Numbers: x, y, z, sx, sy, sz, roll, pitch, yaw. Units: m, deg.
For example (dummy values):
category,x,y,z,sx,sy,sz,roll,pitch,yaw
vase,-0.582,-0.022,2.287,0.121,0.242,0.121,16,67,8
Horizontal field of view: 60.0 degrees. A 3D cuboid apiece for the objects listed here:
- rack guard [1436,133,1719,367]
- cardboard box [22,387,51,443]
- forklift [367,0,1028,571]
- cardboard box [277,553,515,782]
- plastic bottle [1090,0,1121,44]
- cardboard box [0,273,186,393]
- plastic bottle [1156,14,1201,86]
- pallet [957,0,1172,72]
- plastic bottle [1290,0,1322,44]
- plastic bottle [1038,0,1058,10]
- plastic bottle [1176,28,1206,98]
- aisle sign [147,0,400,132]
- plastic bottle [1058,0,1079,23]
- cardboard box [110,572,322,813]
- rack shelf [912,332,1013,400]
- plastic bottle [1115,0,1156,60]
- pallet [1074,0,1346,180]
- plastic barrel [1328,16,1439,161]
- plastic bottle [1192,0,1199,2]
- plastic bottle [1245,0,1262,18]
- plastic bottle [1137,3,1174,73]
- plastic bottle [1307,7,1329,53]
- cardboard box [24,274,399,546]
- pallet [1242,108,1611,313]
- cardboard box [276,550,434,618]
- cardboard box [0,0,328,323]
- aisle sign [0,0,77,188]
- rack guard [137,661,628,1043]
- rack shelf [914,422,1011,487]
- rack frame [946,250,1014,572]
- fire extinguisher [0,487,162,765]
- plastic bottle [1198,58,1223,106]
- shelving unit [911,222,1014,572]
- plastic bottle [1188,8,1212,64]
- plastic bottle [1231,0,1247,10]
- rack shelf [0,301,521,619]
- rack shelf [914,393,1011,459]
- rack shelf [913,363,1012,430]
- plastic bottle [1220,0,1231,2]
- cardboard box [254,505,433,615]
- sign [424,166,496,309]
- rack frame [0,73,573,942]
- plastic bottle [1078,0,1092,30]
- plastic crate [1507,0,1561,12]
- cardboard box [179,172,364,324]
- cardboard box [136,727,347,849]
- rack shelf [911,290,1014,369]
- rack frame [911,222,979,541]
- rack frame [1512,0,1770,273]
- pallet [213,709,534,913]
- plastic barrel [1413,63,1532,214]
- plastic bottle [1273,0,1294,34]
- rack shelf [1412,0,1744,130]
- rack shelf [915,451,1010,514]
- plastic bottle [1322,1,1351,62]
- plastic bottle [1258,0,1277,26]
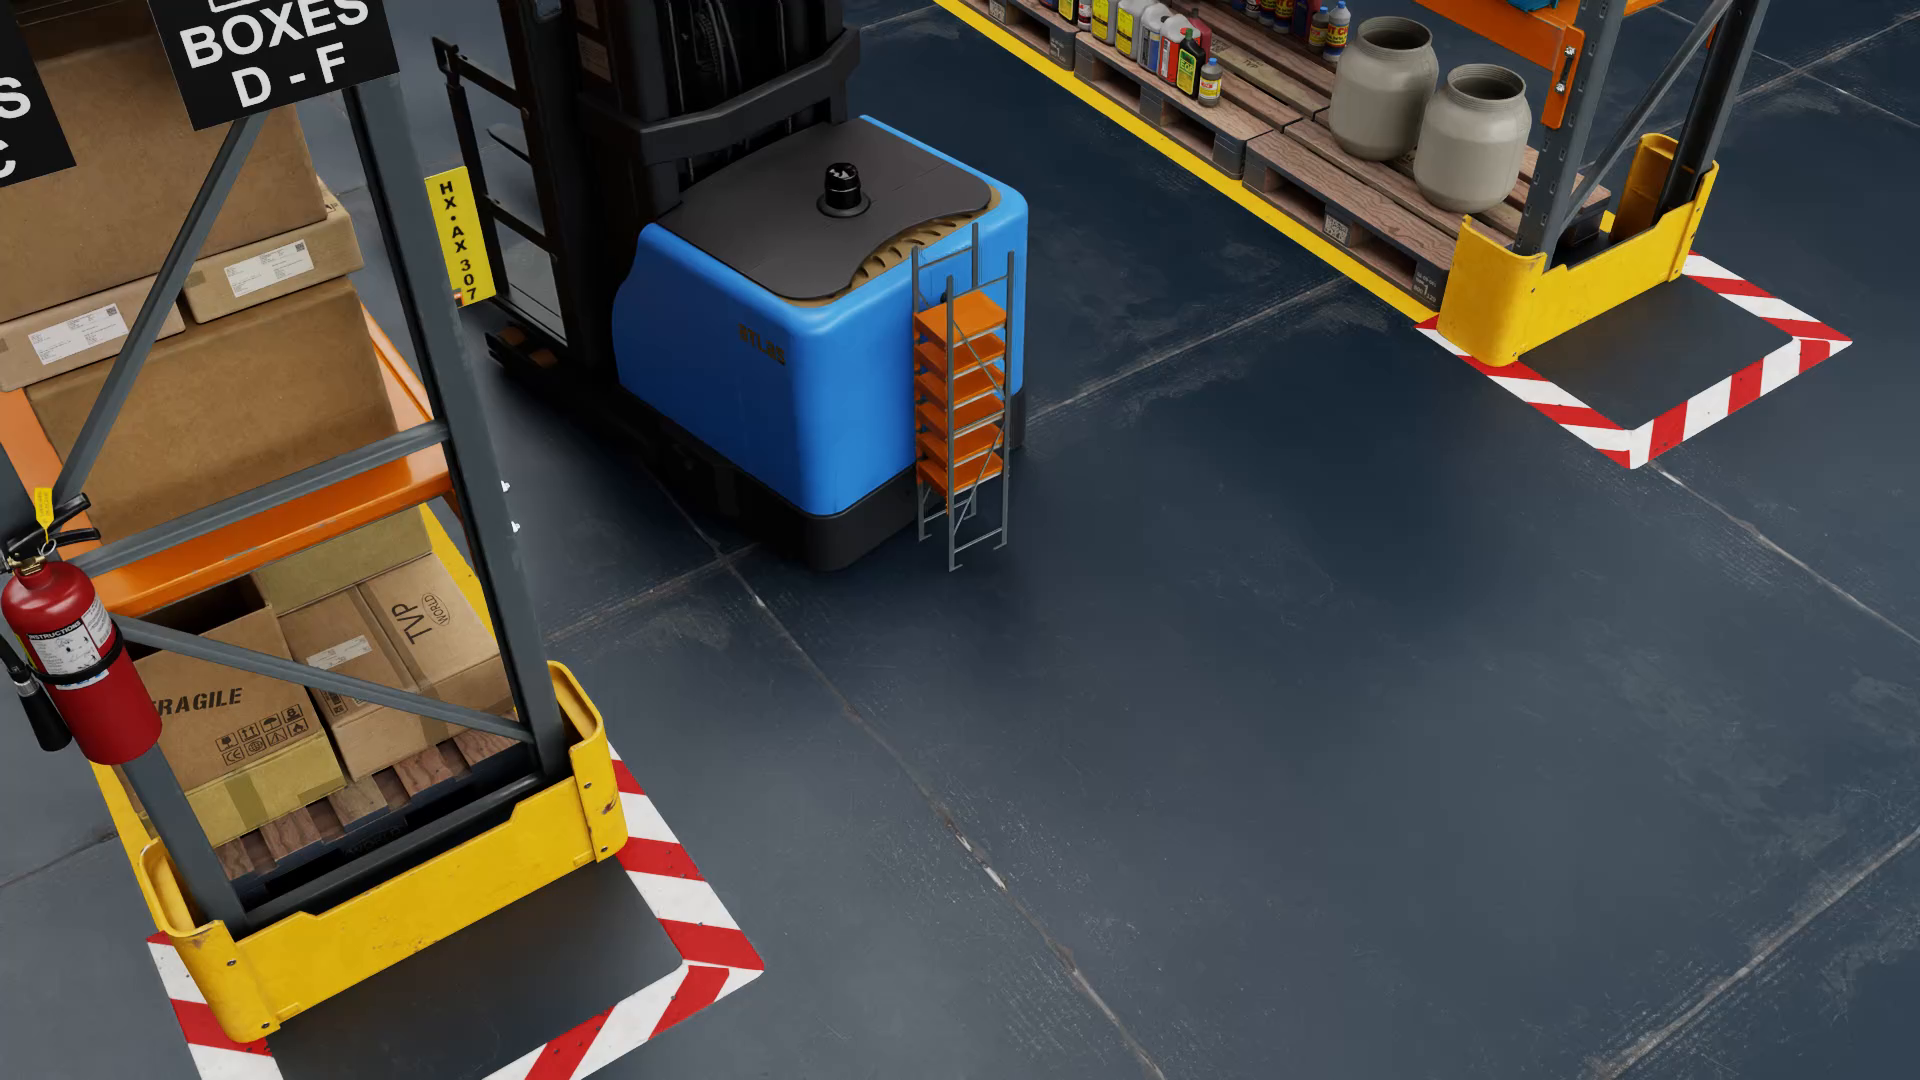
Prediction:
category,x,y,z,sx,sy,sz,roll,pitch,yaw
rack guard,2.450,-1.163,6.606,1.175,0.500,0.348,-26,49,-24
cardboard box,-2.094,-0.689,4.227,0.700,0.500,0.500,-24,49,-23
forklift,-1.177,-1.856,5.571,3.031,2.935,1.130,33,53,30
cardboard box,-1.657,0.363,4.884,0.500,0.250,0.500,-26,49,-24
plastic bottle,0.716,-2.540,7.838,0.144,0.351,0.185,-26,49,-25
cardboard box,-1.908,-0.500,3.559,0.380,0.149,0.250,-27,50,-25
plastic bottle,1.000,-2.237,7.575,0.152,0.276,0.135,-25,49,-24
pallet,0.594,-2.902,8.637,1.003,0.211,1.213,-26,49,-24
plastic bottle,1.636,-2.504,7.850,0.061,0.283,0.133,-25,49,-24
plastic bottle,0.473,-2.781,8.090,0.144,0.351,0.185,-28,50,-26
plastic bottle,1.040,-2.145,7.473,0.061,0.283,0.133,-25,49,-24
aisle sign,-1.244,-1.112,2.860,0.394,0.787,0.004,-26,49,-24
plastic bottle,0.534,-2.646,7.998,0.061,0.283,0.133,-24,48,-23
cardboard box,-2.084,0.297,4.410,0.500,0.500,0.500,-26,49,-24
rack shelf,0.008,-0.567,5.192,0.258,0.103,0.180,-26,49,-24
plastic bottle,0.823,-2.435,7.728,0.144,0.351,0.185,-24,49,-23
pallet,1.296,-2.211,7.913,1.003,0.211,1.213,-26,49,-24
plastic barrel,1.806,-1.921,7.087,0.421,0.512,0.421,0,44,0
plastic bottle,1.146,-2.806,8.166,0.061,0.283,0.133,-26,49,-24
plastic bottle,1.441,-2.646,8.058,0.097,0.201,0.097,0,44,0
plastic bottle,0.921,-2.315,7.657,0.152,0.276,0.135,-27,50,-25
plastic bottle,1.691,-2.398,7.797,0.097,0.201,0.097,0,44,0
cardboard box,-1.789,-0.393,3.917,0.700,0.500,0.500,-26,49,-24
pallet,1.990,-1.520,7.190,1.003,0.211,1.213,-26,49,-24
cardboard box,-1.946,0.082,5.179,0.500,0.250,0.500,-26,49,-24
cardboard box,-1.820,-0.893,3.501,0.700,0.500,0.500,-26,49,-24
aisle sign,-1.736,-0.875,2.611,0.394,0.787,0.004,-26,49,-24
rack guard,-1.519,0.830,4.519,1.175,0.500,0.348,-26,49,-24
rack shelf,0.008,-0.307,5.441,0.258,0.103,0.180,-26,49,-24
rack frame,0.061,-0.374,5.273,0.240,1.200,0.006,-26,49,-24
fire extinguisher,-1.846,0.191,3.434,0.296,0.674,0.183,-26,49,-24
plastic bottle,1.122,-2.056,7.440,0.097,0.201,0.097,0,44,0
shelving unit,0.008,-0.426,5.327,0.258,1.200,0.189,-26,49,-24
plastic bottle,1.087,-2.282,7.617,0.061,0.283,0.133,-26,49,-24
plastic bottle,1.381,-2.730,8.095,0.097,0.271,0.097,0,44,0
rack shelf,-2.677,-0.960,5.105,1.077,0.370,4.000,-26,49,-24
rack shelf,0.008,-0.394,5.358,0.258,0.103,0.180,-26,49,-24
rack shelf,0.008,-0.480,5.275,0.258,0.103,0.180,-26,49,-24
plastic bottle,1.323,-2.763,8.179,0.097,0.201,0.097,0,44,0
cardboard box,-1.945,-0.190,4.921,0.500,0.500,0.500,-26,49,-24
sign,-1.074,-0.645,3.570,0.100,0.325,0.005,-26,49,-24
rack frame,-1.533,-0.088,3.670,1.000,3.000,0.127,-26,49,-24
plastic bottle,0.616,-2.557,7.964,0.097,0.201,0.097,0,44,0
plastic crate,2.000,-2.154,5.942,0.499,0.251,0.616,-26,49,-24
cardboard box,-1.581,-0.666,3.733,0.380,0.149,0.250,-26,49,-25
cardboard box,-2.082,0.568,4.670,0.500,0.250,0.500,-26,49,-24
rack shelf,0.008,-0.654,5.109,0.258,0.103,0.180,-26,49,-24
rack frame,-0.044,-0.478,5.381,0.240,1.200,0.006,-26,49,-24
rack frame,2.532,-2.042,5.717,1.000,3.000,0.127,-26,49,-24
pallet,-2.005,0.504,5.069,1.003,0.211,1.213,-26,49,-24
plastic barrel,2.093,-1.637,6.790,0.421,0.512,0.421,0,44,0
plastic bottle,1.555,-2.559,7.915,0.097,0.271,0.097,0,44,0
rack shelf,1.388,-2.915,7.152,1.077,0.370,4.000,-26,49,-24
rack shelf,0.008,-0.220,5.524,0.258,0.103,0.180,-26,49,-24
plastic bottle,1.751,-2.365,7.712,0.097,0.271,0.097,0,44,0
plastic bottle,1.497,-2.615,7.975,0.097,0.271,0.097,0,44,0
